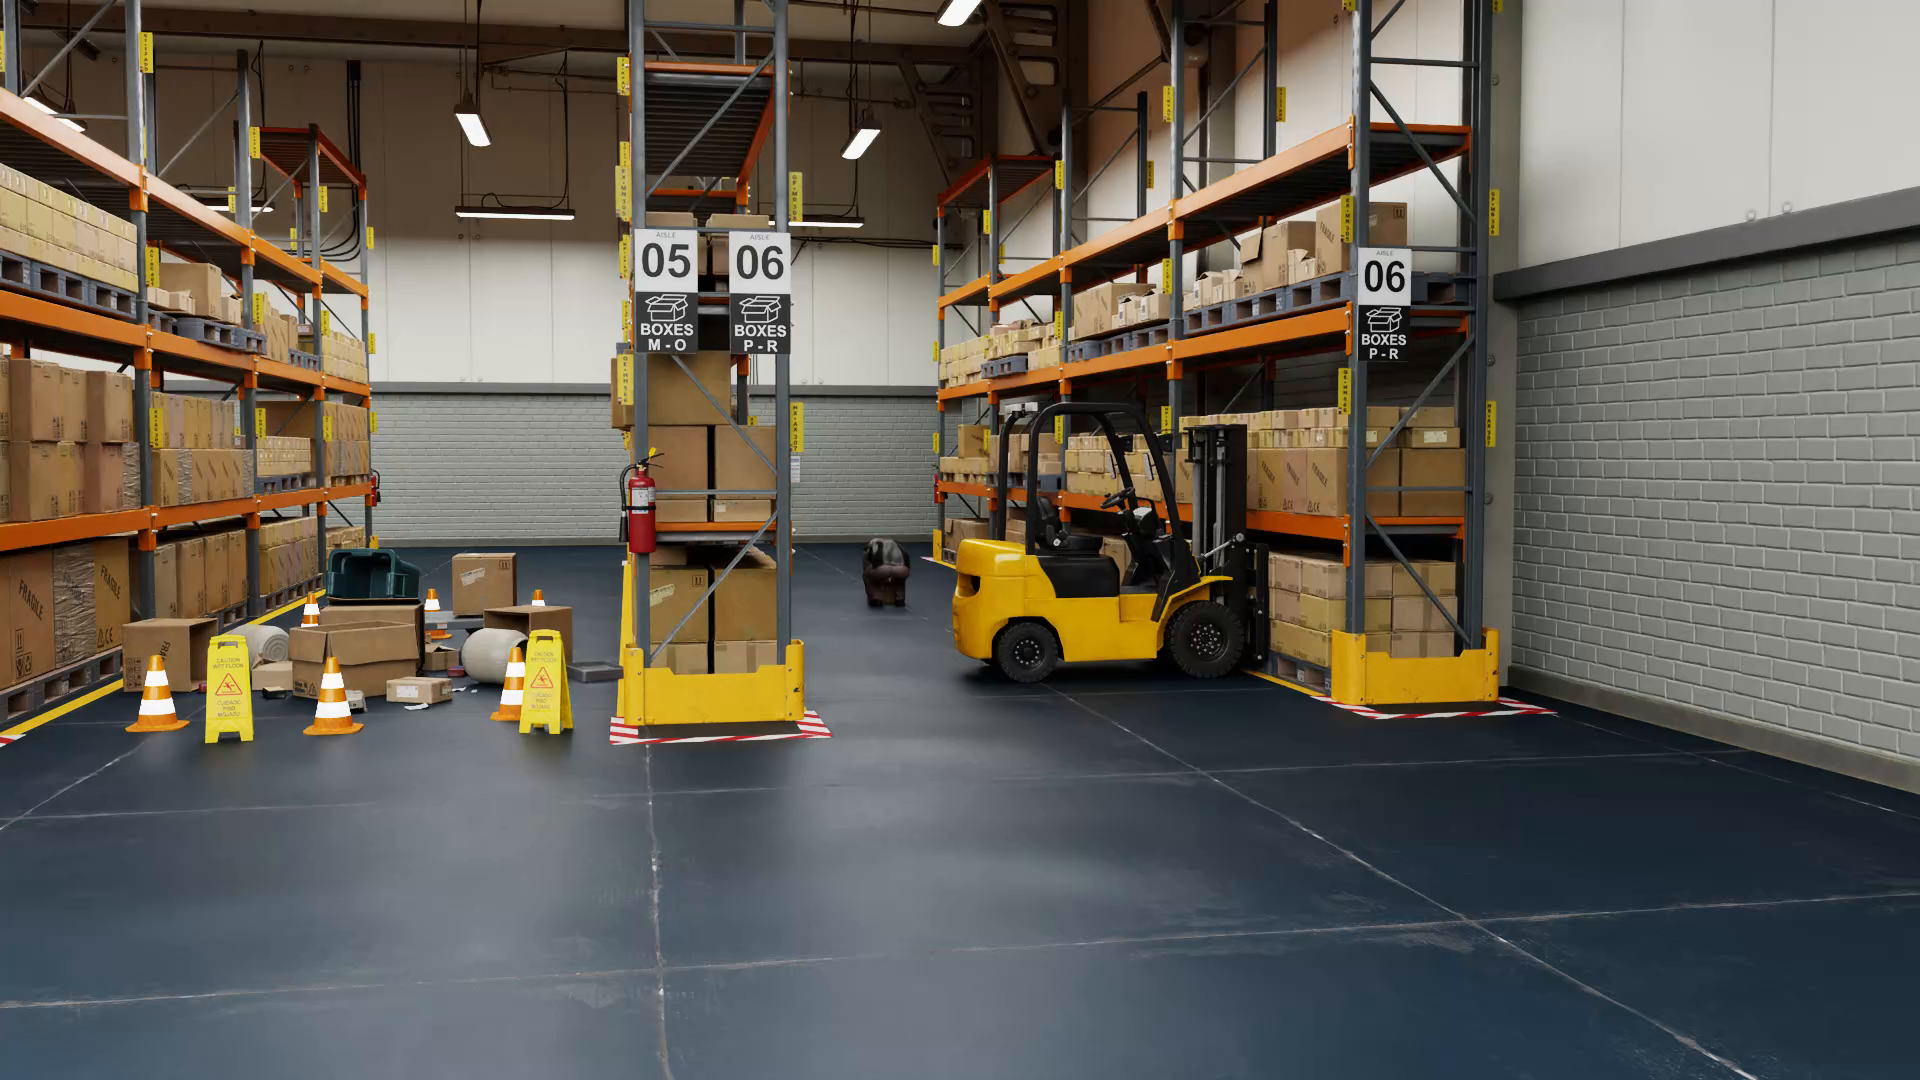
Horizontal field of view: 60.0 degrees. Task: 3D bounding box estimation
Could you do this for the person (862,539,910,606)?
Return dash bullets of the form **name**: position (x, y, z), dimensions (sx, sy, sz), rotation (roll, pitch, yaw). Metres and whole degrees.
- **person**: position (-0.877, 0.396, 19.446), dimensions (0.512, 0.806, 0.928), rotation (-1, 3, -13)
